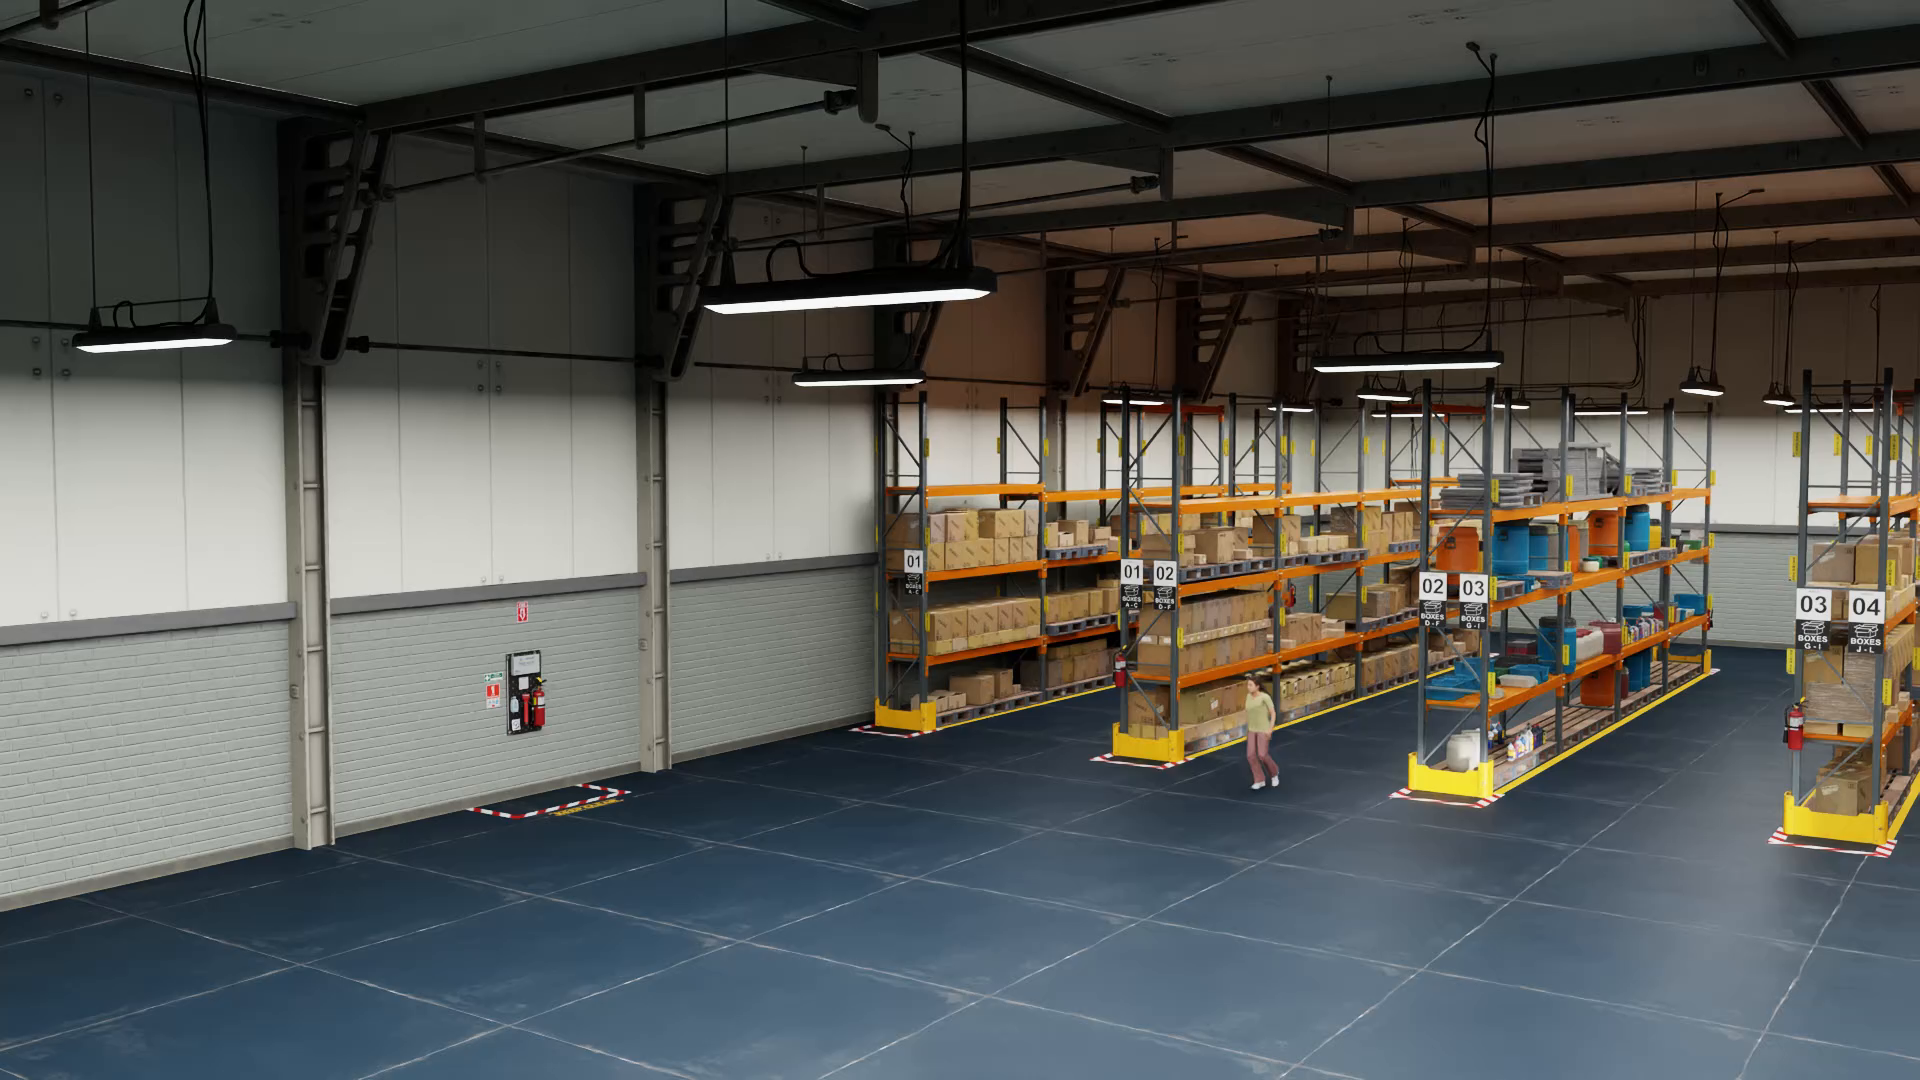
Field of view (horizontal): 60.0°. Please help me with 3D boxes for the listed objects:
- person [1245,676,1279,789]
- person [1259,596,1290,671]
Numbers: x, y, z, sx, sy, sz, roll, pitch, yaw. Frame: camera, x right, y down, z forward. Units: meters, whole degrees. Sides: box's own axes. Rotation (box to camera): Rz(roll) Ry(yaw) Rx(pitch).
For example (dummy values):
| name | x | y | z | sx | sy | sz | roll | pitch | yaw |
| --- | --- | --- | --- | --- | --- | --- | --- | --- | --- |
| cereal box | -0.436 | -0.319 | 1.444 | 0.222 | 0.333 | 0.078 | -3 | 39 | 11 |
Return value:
| name | x | y | z | sx | sy | sz | roll | pitch | yaw |
| --- | --- | --- | --- | --- | --- | --- | --- | --- | --- |
| person | 4.448 | 2.819 | 24.535 | 0.524 | 1.654 | 0.523 | 3 | 4 | 43 |
| person | 7.034 | 2.062 | 36.946 | 0.609 | 1.717 | 1.115 | 2 | 4 | 29 |
